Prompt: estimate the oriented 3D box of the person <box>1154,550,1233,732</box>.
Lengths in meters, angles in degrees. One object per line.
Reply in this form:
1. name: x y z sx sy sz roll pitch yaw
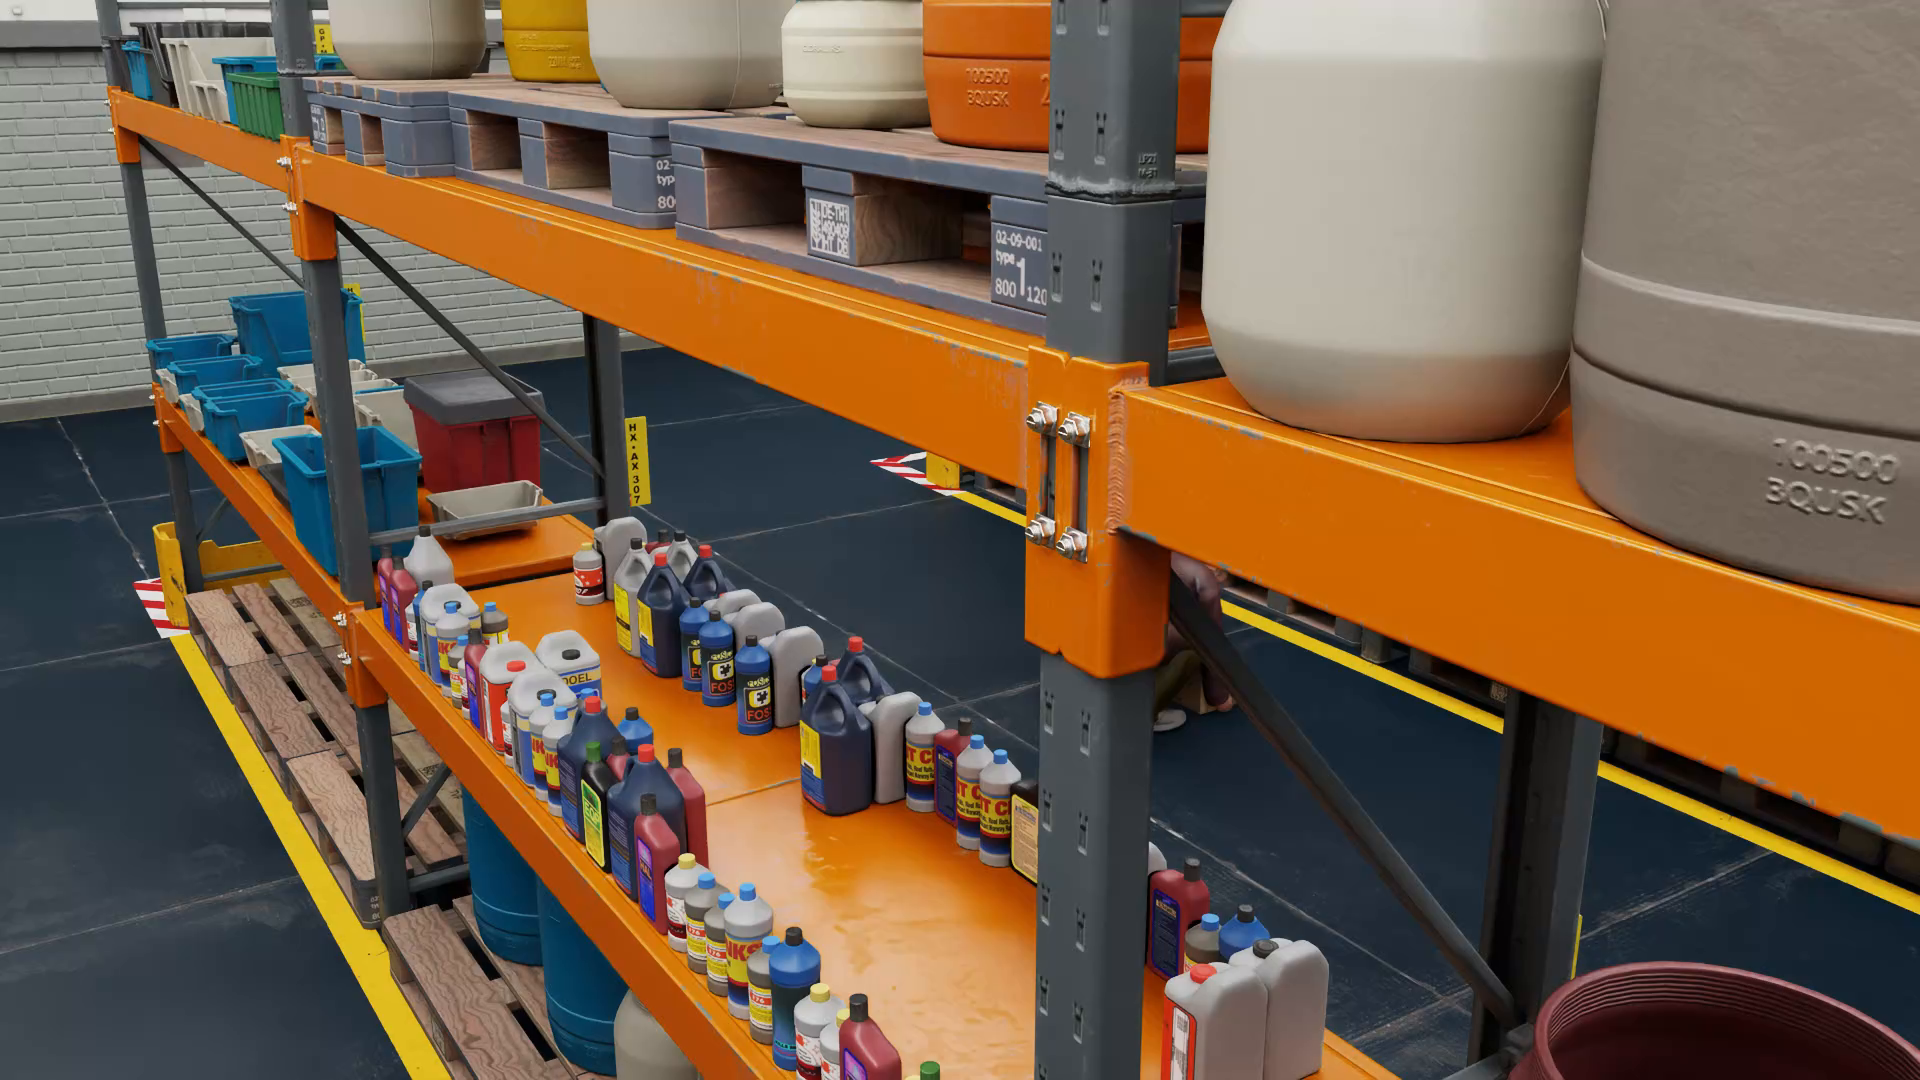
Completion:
1. person: 0.914 0.456 7.761 0.947 0.838 0.572 -12 21 -33
